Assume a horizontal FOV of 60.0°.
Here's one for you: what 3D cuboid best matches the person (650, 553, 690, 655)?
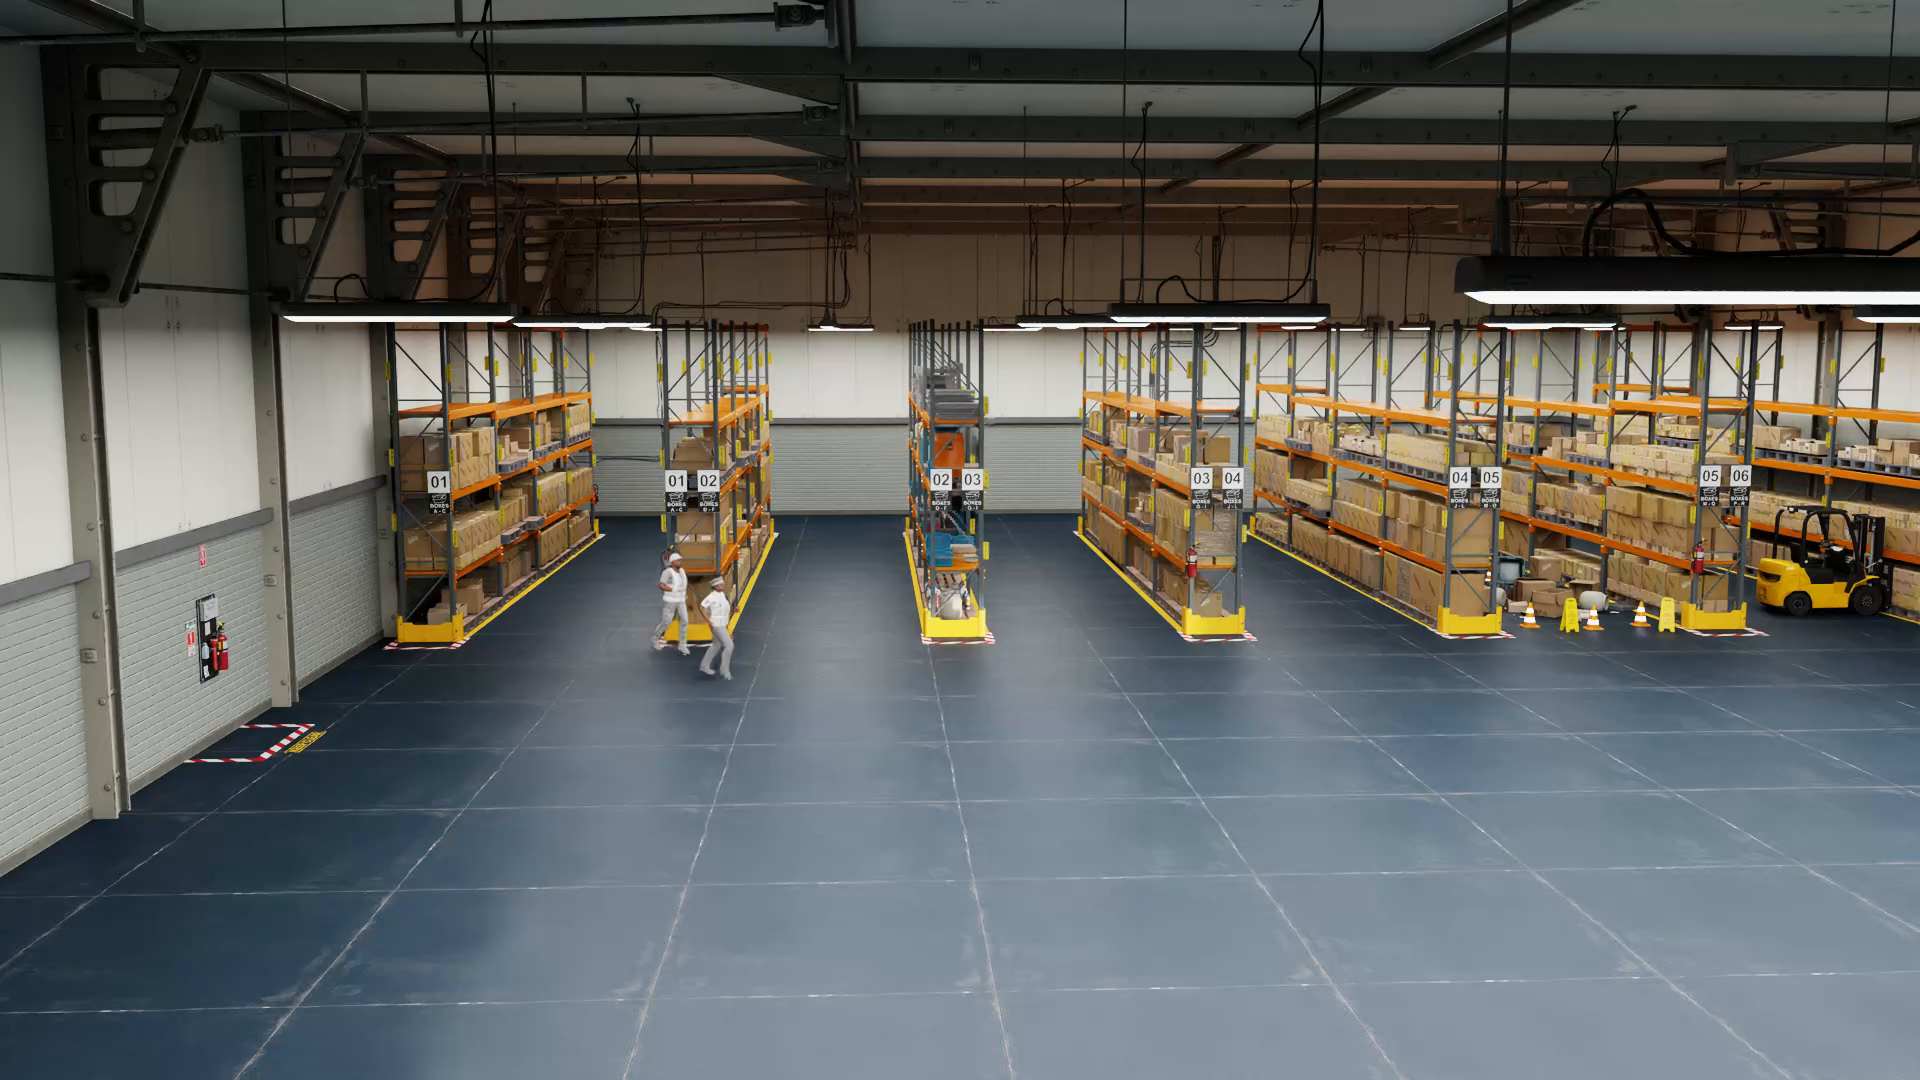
[{"bbox_3d":[-5.136,1.128,29.945,0.910,1.788,0.714,5,9,34],"label":"person"}]

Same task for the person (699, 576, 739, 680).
[{"bbox_3d":[-4.016,1.473,27.725,0.732,1.759,0.543,1,7,8],"label":"person"}]
